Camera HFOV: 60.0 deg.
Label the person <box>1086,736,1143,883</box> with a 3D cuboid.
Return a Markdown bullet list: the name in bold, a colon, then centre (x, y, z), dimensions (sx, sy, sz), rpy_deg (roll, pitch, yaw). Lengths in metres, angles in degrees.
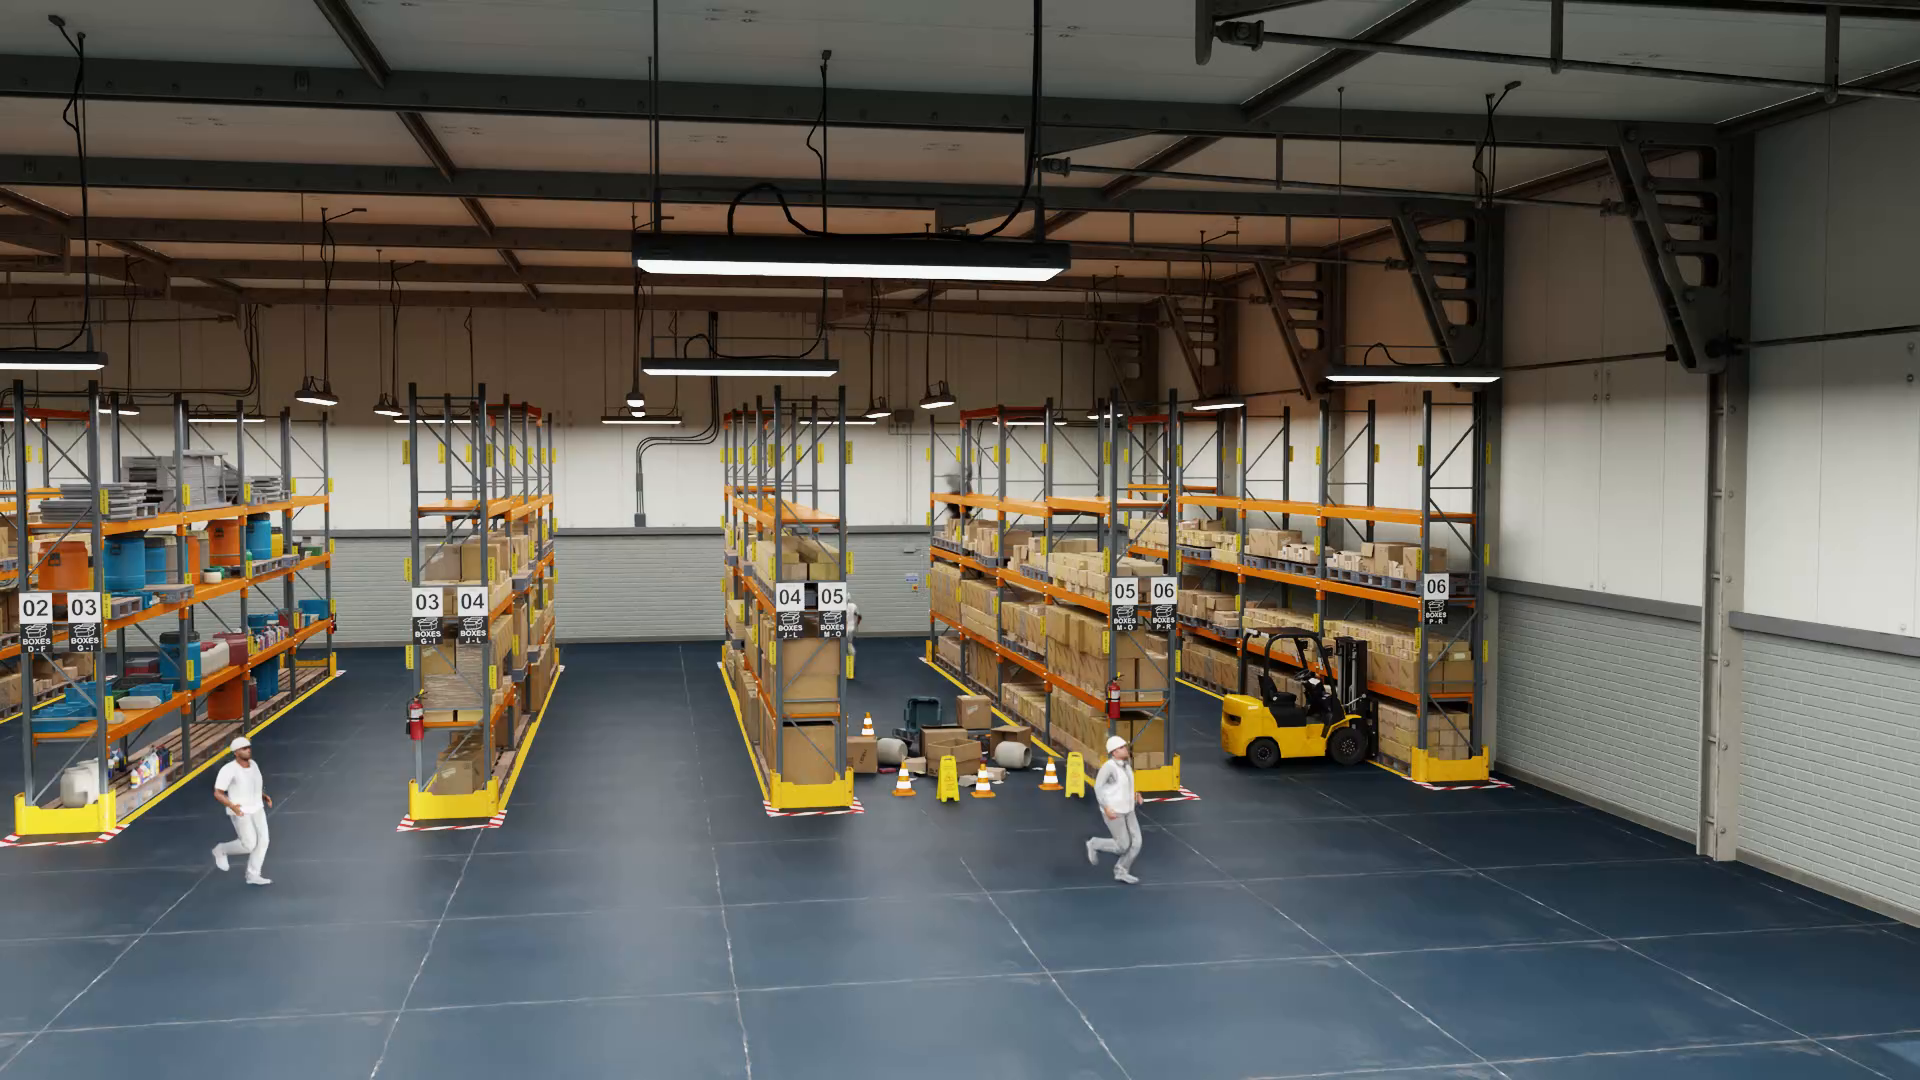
- **person**: centre (1.835, 3.157, 19.565), dimensions (0.627, 1.706, 0.662), rpy_deg (2, 4, 38)

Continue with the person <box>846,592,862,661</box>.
- **person**: centre (-2.609, 1.961, 37.843), dimensions (0.691, 1.589, 0.540), rpy_deg (-1, 3, -15)

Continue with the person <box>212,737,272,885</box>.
- **person**: centre (-8.383, 3.160, 19.470), dimensions (0.724, 1.719, 0.714), rpy_deg (1, 3, 20)
